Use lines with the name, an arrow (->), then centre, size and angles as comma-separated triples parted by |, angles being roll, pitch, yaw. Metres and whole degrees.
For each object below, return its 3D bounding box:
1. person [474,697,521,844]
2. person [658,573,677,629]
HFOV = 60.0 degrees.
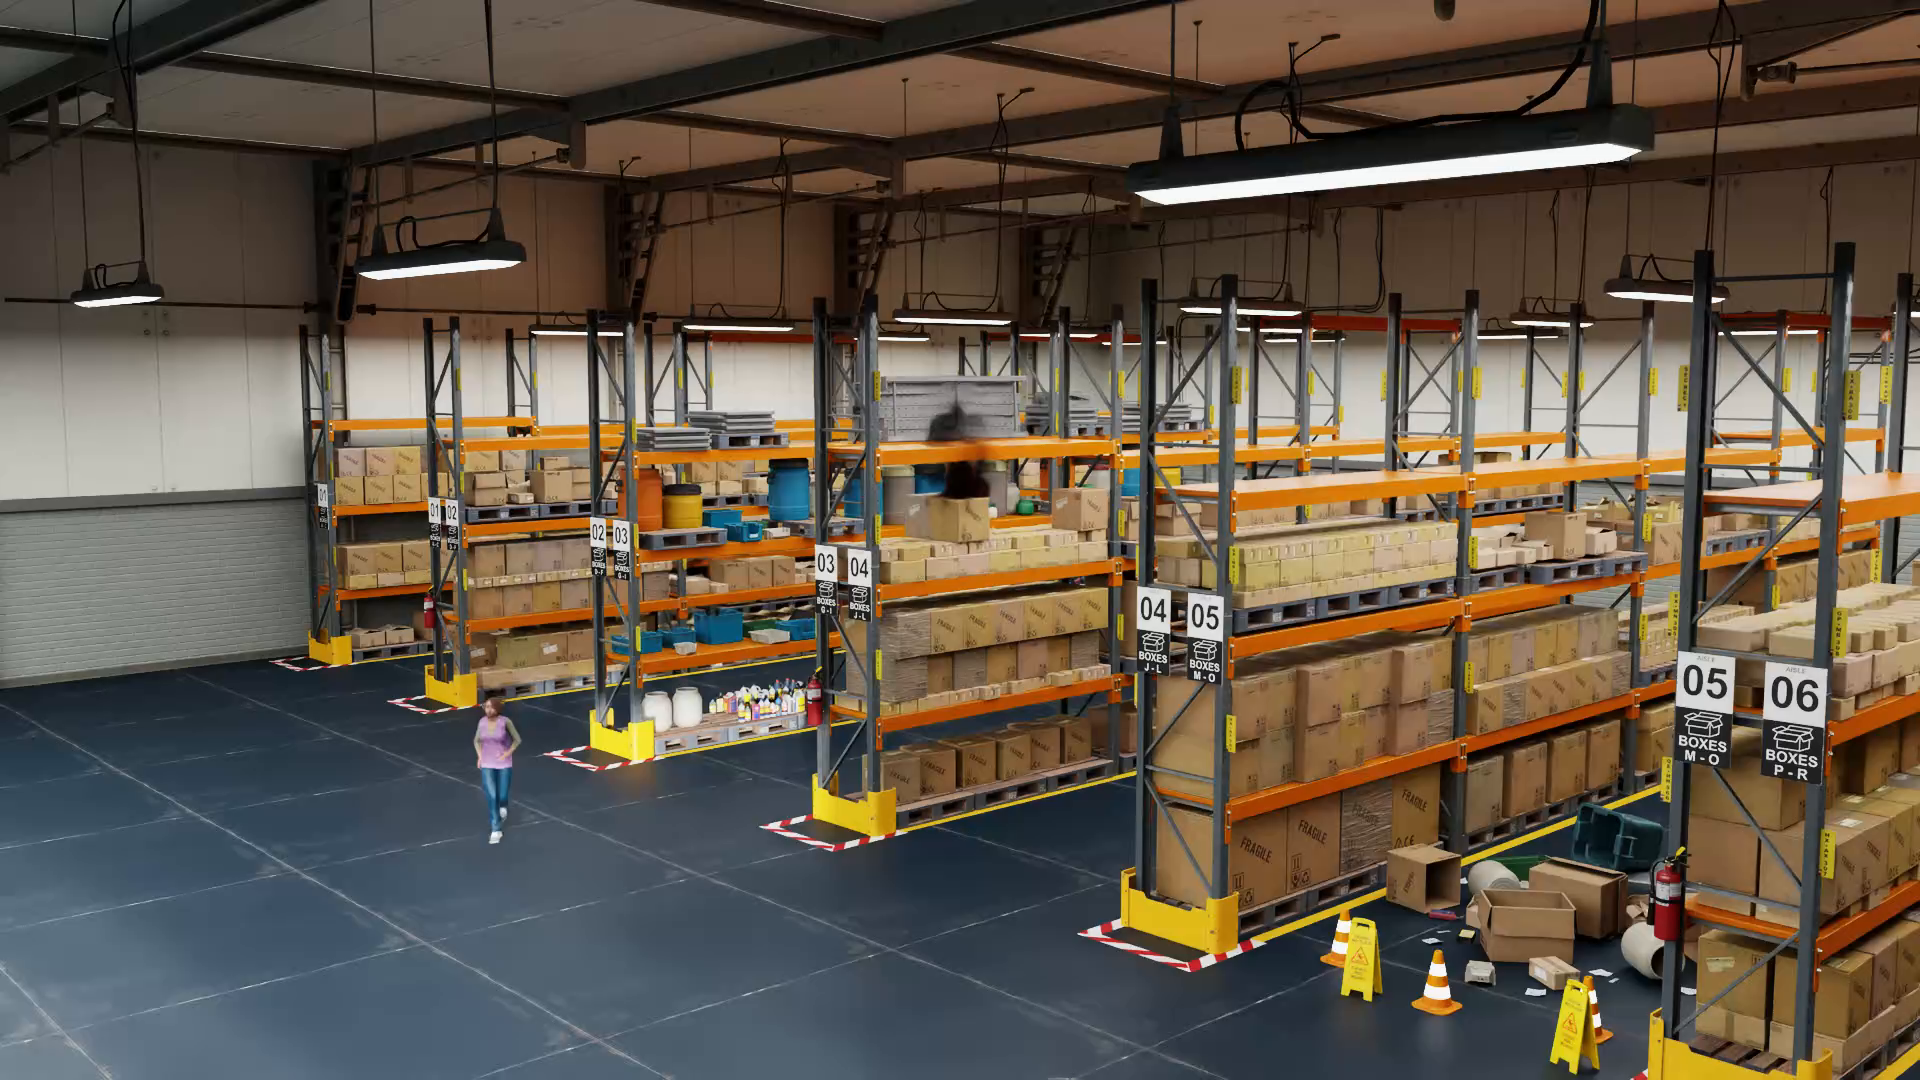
person -> -5.152, 2.524, 18.519 | 0.532, 1.590, 0.697 | 0, 6, -5
person -> -5.491, 1.224, 30.869 | 0.554, 1.743, 0.746 | 5, 8, 43
